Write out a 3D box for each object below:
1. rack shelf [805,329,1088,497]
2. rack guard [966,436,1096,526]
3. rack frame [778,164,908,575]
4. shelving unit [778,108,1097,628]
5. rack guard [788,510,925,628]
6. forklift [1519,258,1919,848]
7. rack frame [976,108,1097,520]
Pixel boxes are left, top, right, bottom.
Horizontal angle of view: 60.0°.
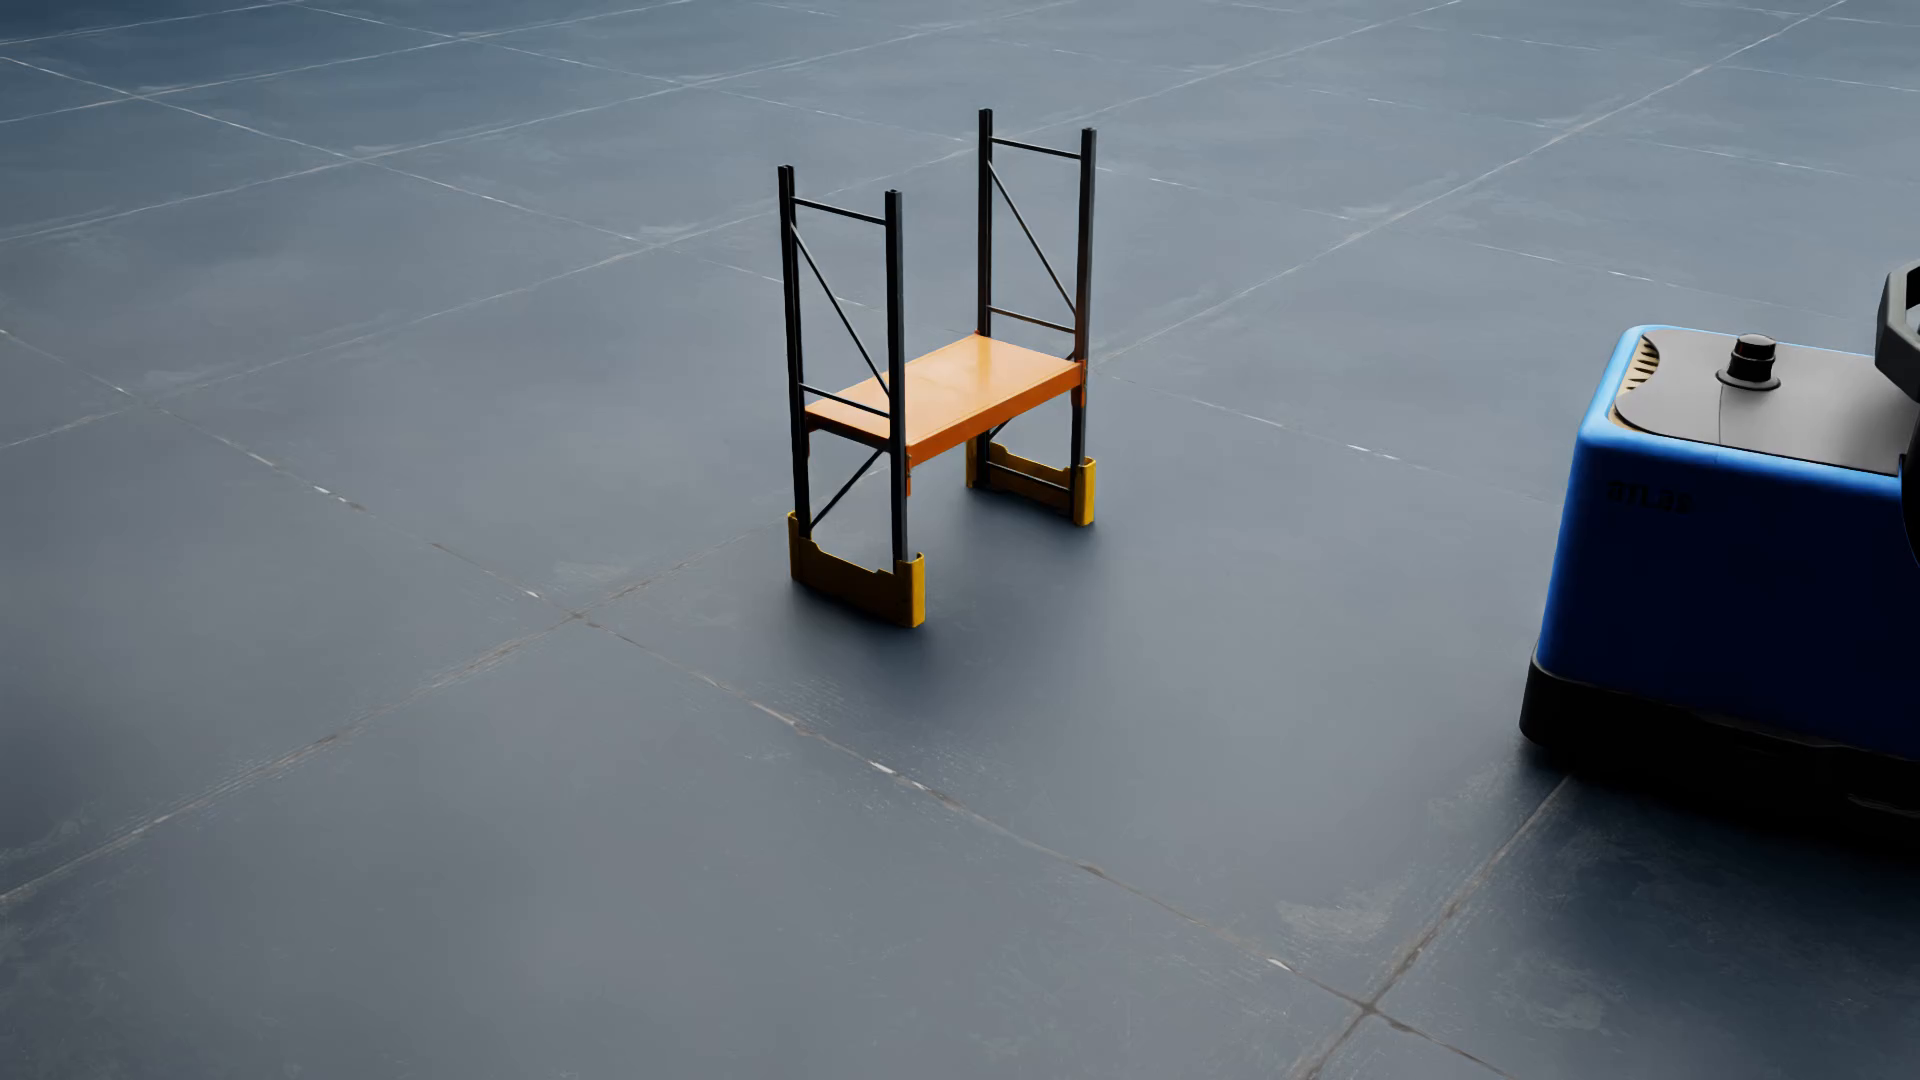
[{"bbox_3d":[-0.054,-0.476,5.930,0.538,0.185,1.000,21,34,34],"label":"rack shelf"},{"bbox_3d":[0.268,-0.261,6.482,0.587,0.250,0.087,21,34,34],"label":"rack guard"},{"bbox_3d":[-0.378,-0.456,5.499,0.500,1.500,0.032,21,34,34],"label":"rack frame"},{"bbox_3d":[-0.048,-0.639,5.853,0.587,1.500,1.083,21,34,34],"label":"shelving unit"},{"bbox_3d":[-0.365,0.093,5.799,0.587,0.250,0.087,21,34,34],"label":"rack guard"},{"bbox_3d":[3.231,-0.541,4.106,3.031,2.935,1.130,13,30,24],"label":"forklift"},{"bbox_3d":[0.269,-0.816,6.195,0.500,1.500,0.032,21,34,34],"label":"rack frame"}]
